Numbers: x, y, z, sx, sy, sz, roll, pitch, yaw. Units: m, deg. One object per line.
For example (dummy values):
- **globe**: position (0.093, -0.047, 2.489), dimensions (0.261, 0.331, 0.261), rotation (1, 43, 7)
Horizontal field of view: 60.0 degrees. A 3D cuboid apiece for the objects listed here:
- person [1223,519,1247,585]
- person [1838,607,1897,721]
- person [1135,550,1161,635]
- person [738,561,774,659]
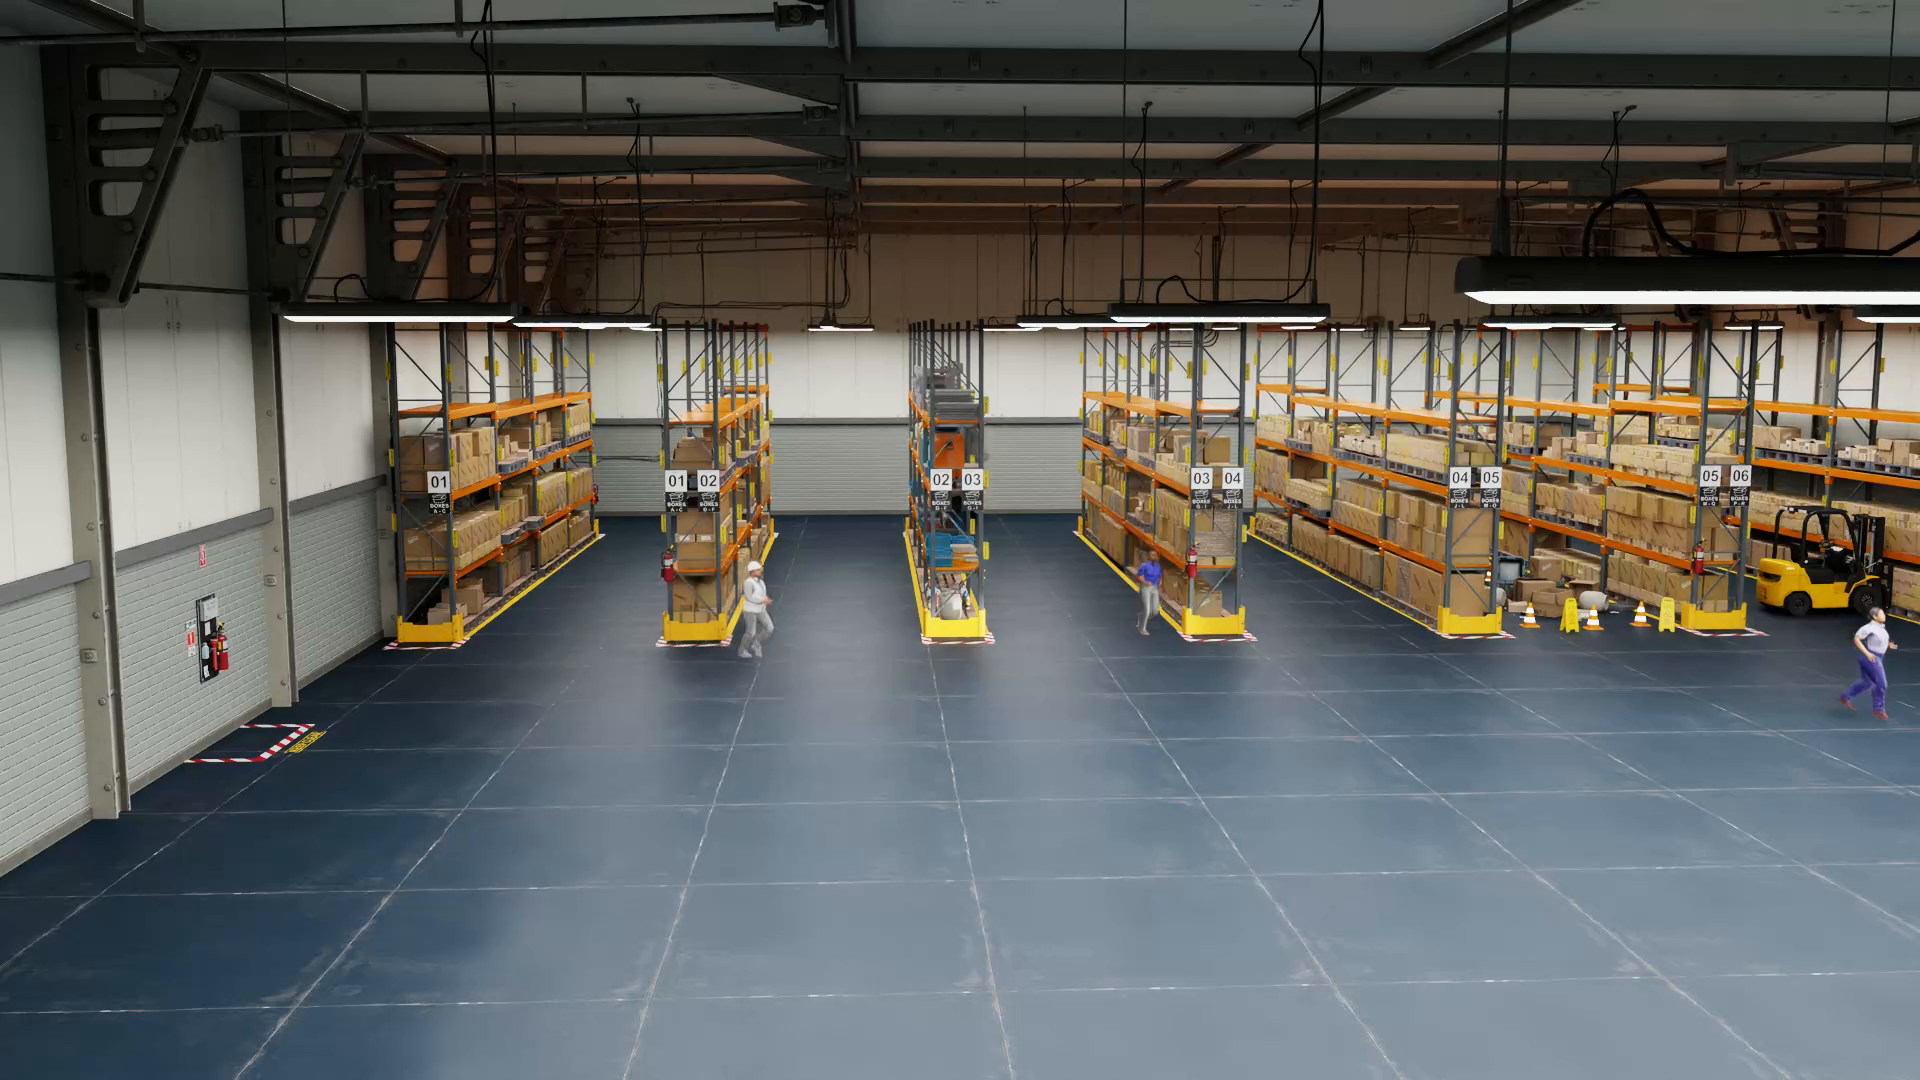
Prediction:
- **person**: position (6.328, 0.077, 38.514), dimensions (0.684, 1.829, 0.854), rotation (-1, 7, -8)
- **person**: position (13.645, 1.832, 24.976), dimensions (0.789, 1.690, 0.595), rotation (6, 9, 40)
- **person**: position (3.637, 0.993, 31.725), dimensions (0.601, 1.603, 0.583), rotation (-3, 8, -24)
- **person**: position (-3.576, 1.243, 29.249), dimensions (0.768, 1.758, 0.625), rotation (4, 8, 29)
